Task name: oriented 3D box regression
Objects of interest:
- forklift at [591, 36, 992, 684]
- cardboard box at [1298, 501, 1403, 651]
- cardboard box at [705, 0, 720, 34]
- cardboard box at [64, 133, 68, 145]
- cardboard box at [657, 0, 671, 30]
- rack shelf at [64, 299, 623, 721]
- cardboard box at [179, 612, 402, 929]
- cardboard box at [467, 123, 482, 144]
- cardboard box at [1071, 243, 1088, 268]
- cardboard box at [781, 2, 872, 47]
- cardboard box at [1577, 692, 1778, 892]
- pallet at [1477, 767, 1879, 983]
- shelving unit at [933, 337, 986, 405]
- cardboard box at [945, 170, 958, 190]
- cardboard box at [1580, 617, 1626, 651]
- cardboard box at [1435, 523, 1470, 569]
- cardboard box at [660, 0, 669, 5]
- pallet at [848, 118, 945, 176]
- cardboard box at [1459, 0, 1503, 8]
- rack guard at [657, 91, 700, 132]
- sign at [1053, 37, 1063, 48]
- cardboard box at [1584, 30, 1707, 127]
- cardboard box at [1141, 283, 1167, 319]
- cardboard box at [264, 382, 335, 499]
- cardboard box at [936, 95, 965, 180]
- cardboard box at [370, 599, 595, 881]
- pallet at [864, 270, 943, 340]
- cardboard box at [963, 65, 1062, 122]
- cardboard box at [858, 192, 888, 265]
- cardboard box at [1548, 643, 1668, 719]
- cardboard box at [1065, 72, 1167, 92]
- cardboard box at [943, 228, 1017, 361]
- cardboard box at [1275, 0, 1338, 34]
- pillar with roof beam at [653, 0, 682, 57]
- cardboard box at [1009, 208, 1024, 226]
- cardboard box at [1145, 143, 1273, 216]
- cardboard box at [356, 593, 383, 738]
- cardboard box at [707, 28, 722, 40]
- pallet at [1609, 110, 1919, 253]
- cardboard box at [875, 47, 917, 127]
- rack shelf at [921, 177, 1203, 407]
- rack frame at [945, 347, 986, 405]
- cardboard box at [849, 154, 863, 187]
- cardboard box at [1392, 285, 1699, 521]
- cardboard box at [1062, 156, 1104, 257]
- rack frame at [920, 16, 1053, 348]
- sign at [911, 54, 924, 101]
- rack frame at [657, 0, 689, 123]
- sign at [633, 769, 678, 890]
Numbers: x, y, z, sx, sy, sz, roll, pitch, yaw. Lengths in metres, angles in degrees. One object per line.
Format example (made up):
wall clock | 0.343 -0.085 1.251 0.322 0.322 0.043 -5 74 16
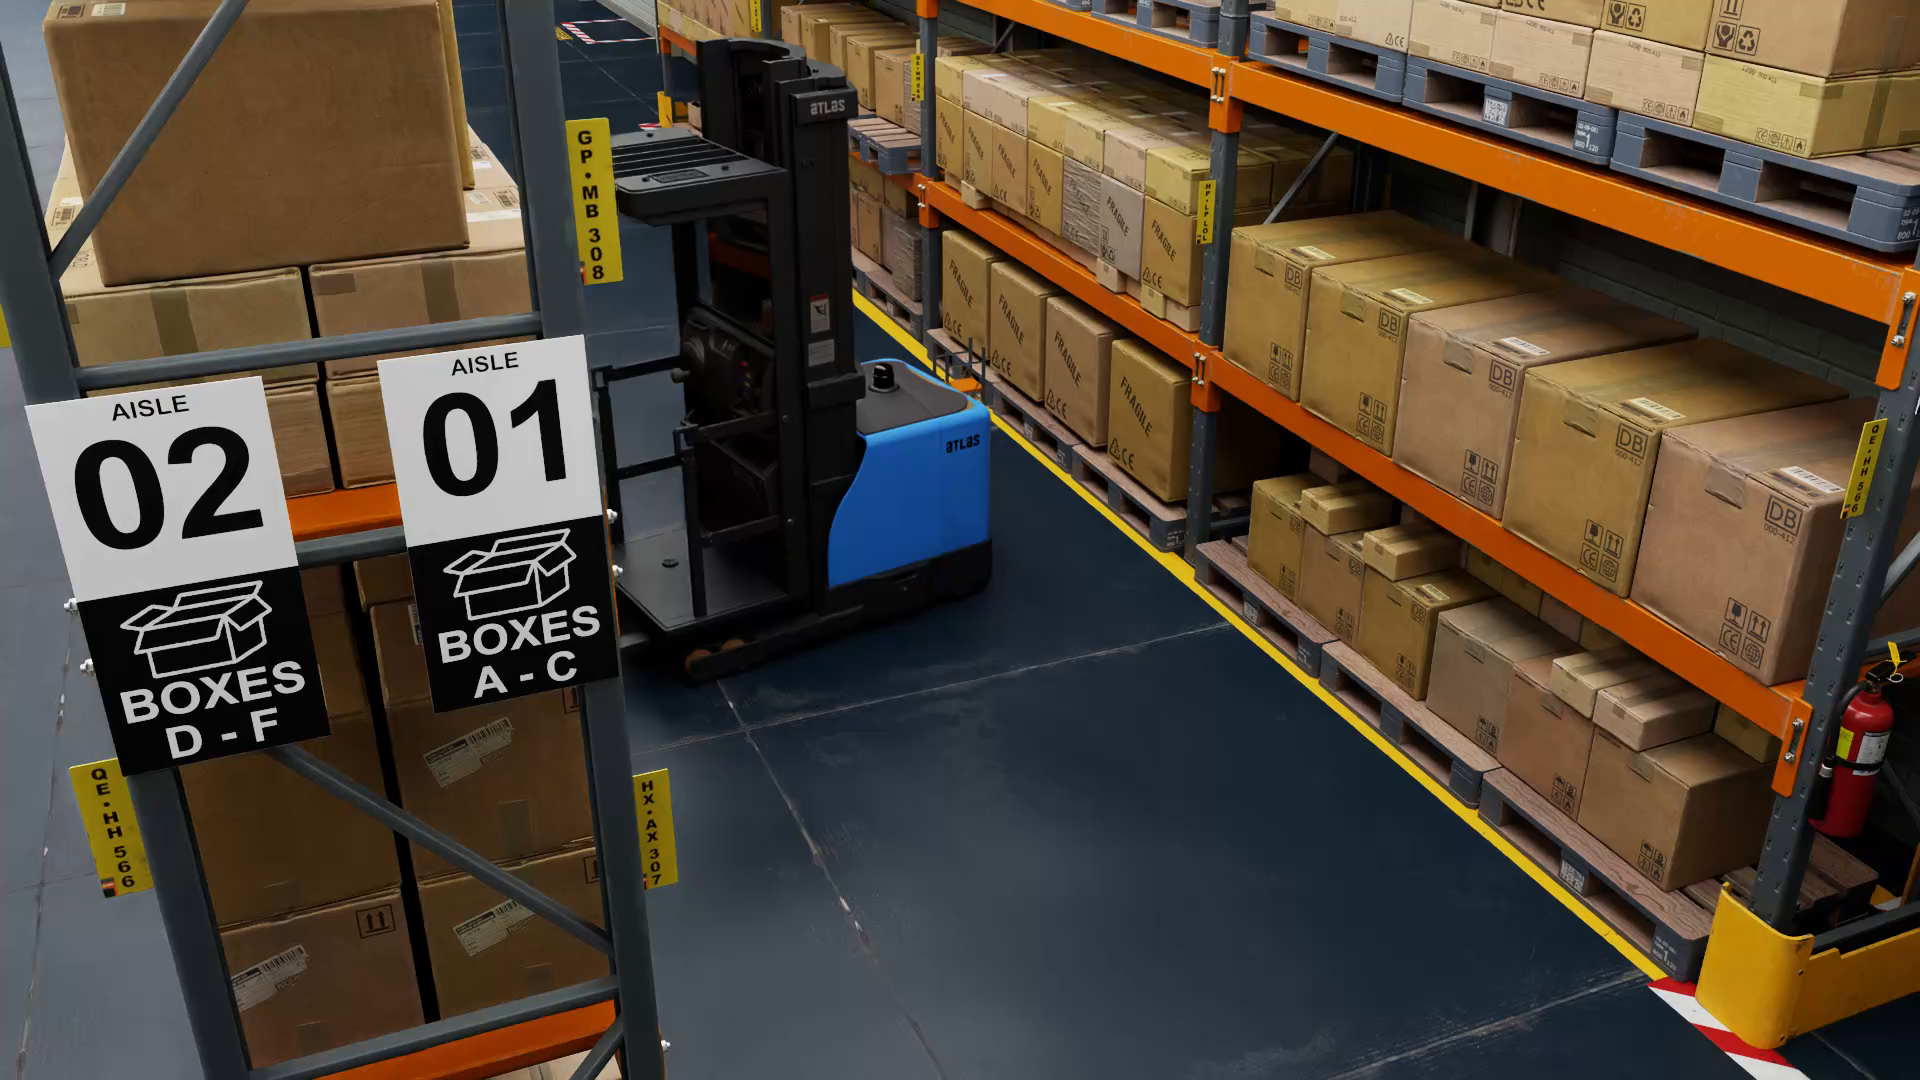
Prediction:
forklift | -1.333 -0.866 8.184 3.031 2.935 1.130 -17 31 -30
cardboard box | 2.156 0.161 8.372 0.700 0.500 0.500 -11 28 -21
cardboard box | -2.227 -5.348 16.579 0.500 0.500 0.500 -11 28 -22
cardboard box | -2.253 -1.103 4.773 0.500 0.250 0.500 -11 28 -21
cardboard box | -3.037 -5.831 18.422 0.500 0.250 0.500 -11 28 -22
rack shelf | -2.010 -0.661 5.087 1.077 0.370 4.000 -11 28 -21
cardboard box | -1.654 0.544 3.963 0.500 0.500 0.500 -11 28 -21
cardboard box | -1.579 -0.990 4.542 0.500 0.250 0.500 -11 28 -21
cardboard box | 0.913 -1.801 10.283 0.380 0.149 0.250 -11 28 -22
cardboard box | -1.202 -4.558 15.050 0.700 0.500 0.500 -10 28 -20
cardboard box | 2.964 0.987 6.679 0.700 0.500 0.500 -11 28 -21
pallet | 2.945 1.262 6.925 1.003 0.211 1.213 -11 28 -21
shelving unit | -0.006 -0.545 9.499 0.258 1.200 0.189 -11 28 -21
cardboard box | 0.113 -2.635 11.991 0.380 0.149 0.250 -11 28 -21
cardboard box | 2.900 0.406 7.130 0.380 0.149 0.250 -10 28 -20
cardboard box | 2.498 -0.006 7.974 0.380 0.149 0.250 -10 28 -20
cardboard box | -3.026 -6.175 18.272 0.500 0.500 0.500 -11 28 -21
pallet | -0.180 -3.095 12.888 1.213 0.211 1.003 -11 28 -21
cardboard box | 2.190 -2.407 6.566 0.500 0.500 0.500 -10 28 -20
rack guard | -2.906 -4.987 19.395 1.175 0.500 0.348 -11 28 -21
sign | 0.706 -3.528 12.238 0.100 0.325 0.005 -11 28 -21
cardboard box | 2.594 -1.656 5.882 0.500 0.250 0.500 -12 28 -23
cardboard box | 1.250 -1.378 9.418 0.380 0.149 0.250 -10 28 -20
cardboard box | -1.670 -0.272 3.640 0.500 0.250 0.500 -11 28 -21
cardboard box | 0.152 -2.859 11.711 0.500 0.500 0.500 -10 28 -19
cardboard box | -1.158 0.452 4.152 0.500 0.500 0.500 -10 28 -19
pallet | -0.108 -1.974 13.553 1.003 0.211 1.213 -11 28 -21
cardboard box | 0.349 -2.992 11.128 0.500 0.250 0.500 -11 28 -21
cardboard box | -0.448 -2.691 14.191 0.700 0.500 0.500 -11 28 -21
cardboard box | 2.645 0.572 6.790 0.380 0.149 0.250 -10 28 -19
cardboard box | 1.011 -2.880 10.900 0.500 0.250 0.500 -11 28 -22
cardboard box | 0.364 -1.815 12.020 0.750 0.750 0.750 -11 28 -21
cardboard box | 1.791 -2.487 7.583 0.500 0.250 0.500 -11 28 -21
pillar with roof beam | -8.177 -10.385 20.764 9.100 9.000 0.400 -11 28 -21
cardboard box | 0.551 -2.226 11.154 0.380 0.149 0.250 -10 28 -19
cardboard box | 1.345 -1.966 9.027 0.500 0.250 0.500 -10 28 -19
cardboard box | -1.753 0.289 5.626 0.500 0.500 0.500 -10 28 -20
cardboard box | -2.233 -5.010 16.740 0.500 0.250 0.500 -11 28 -21
pallet | 3.030 -1.288 5.651 1.003 0.211 1.213 -11 28 -21
cardboard box | -0.240 -3.563 13.013 0.700 0.500 0.500 -13 29 -25
rack shelf | 0.980 -1.781 10.798 1.077 0.370 4.000 -11 28 -21
rack frame | 0.030 -0.508 9.423 0.240 1.200 0.006 -11 28 -21
cardboard box | -0.683 -3.257 14.494 0.500 0.250 0.500 -11 28 -22
cardboard box | 2.536 -0.622 7.263 0.980 0.700 0.700 -12 28 -23
cardboard box | 0.953 -2.036 10.025 0.500 0.500 0.500 -11 28 -20
rack frame | 0.197 -2.911 12.294 1.000 3.000 0.127 -11 28 -21
sign | -0.299 -3.299 11.859 0.100 0.325 0.005 -11 28 -21
rack frame | -2.936 -6.141 18.909 1.000 3.000 0.127 -11 28 -21
sign | -0.727 0.689 3.934 0.100 0.325 0.005 -11 28 -21
